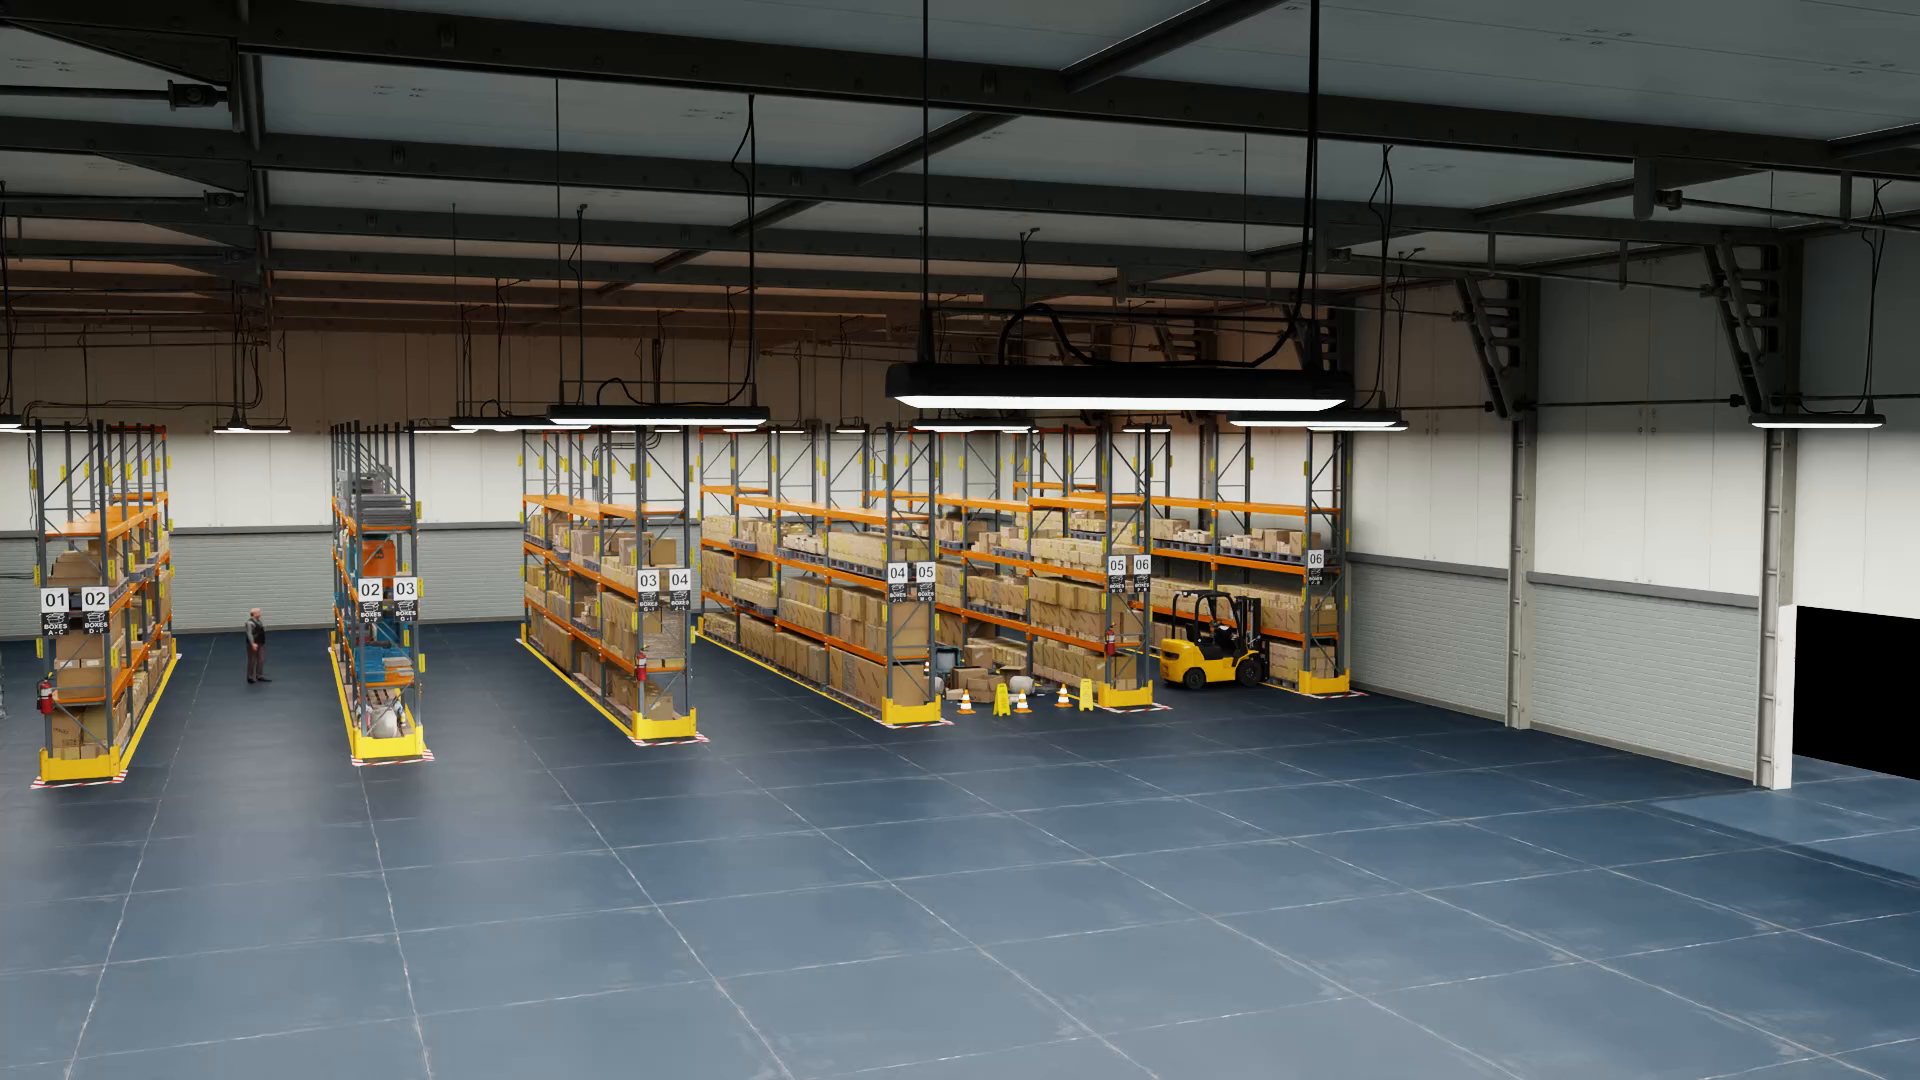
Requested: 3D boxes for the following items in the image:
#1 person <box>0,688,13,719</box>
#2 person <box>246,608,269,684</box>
[{"bbox_3d":[-19.460,2.741,33.431,0.599,1.789,0.594,1,4,10],"label":"person"},{"bbox_3d":[-16.332,2.451,38.600,0.469,1.736,0.572,1,4,19],"label":"person"}]
